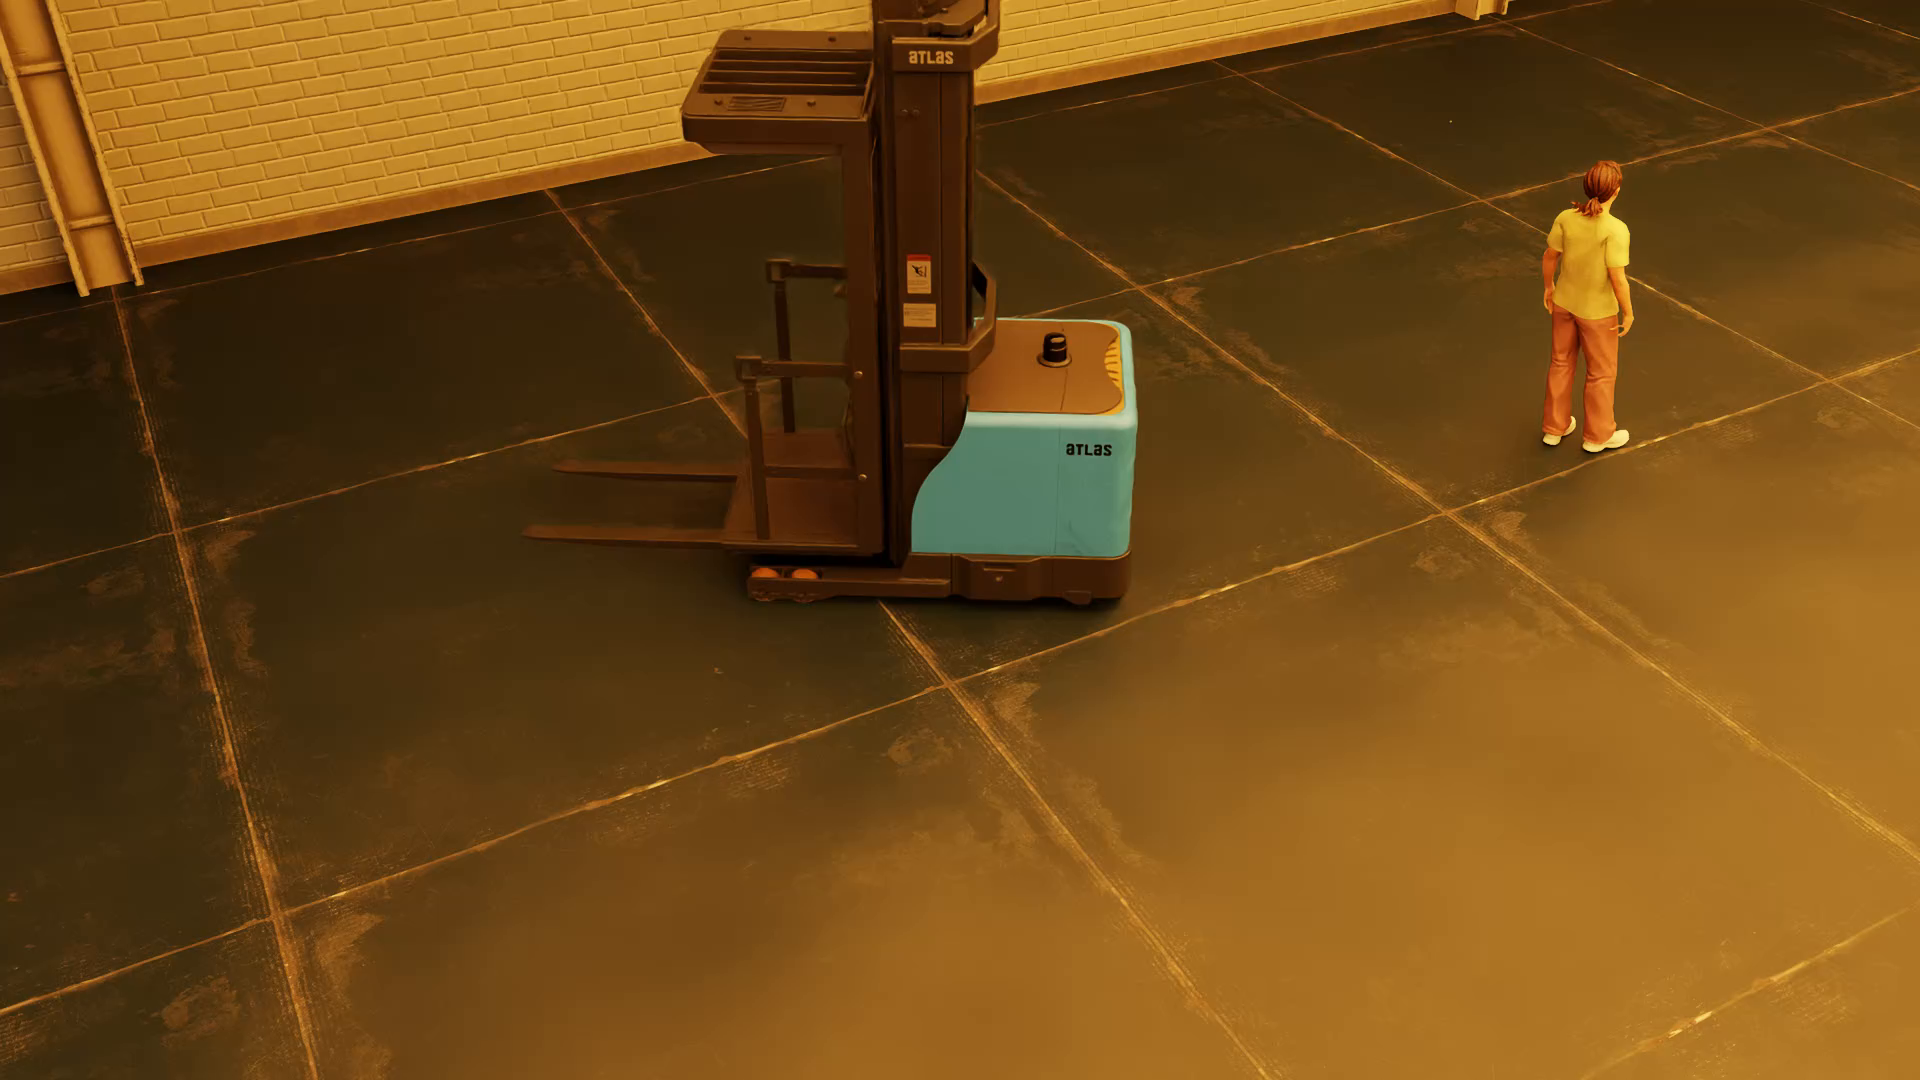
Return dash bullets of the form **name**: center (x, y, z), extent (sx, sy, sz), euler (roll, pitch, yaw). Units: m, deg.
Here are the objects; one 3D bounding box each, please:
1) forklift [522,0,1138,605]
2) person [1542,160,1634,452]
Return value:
- **forklift**: center (-0.664, -1.190, 7.807), extent (3.031, 2.935, 1.130), euler (2, 35, 2)
- **person**: center (3.425, -1.270, 8.994), extent (0.549, 1.675, 0.553), euler (-24, 42, -30)
